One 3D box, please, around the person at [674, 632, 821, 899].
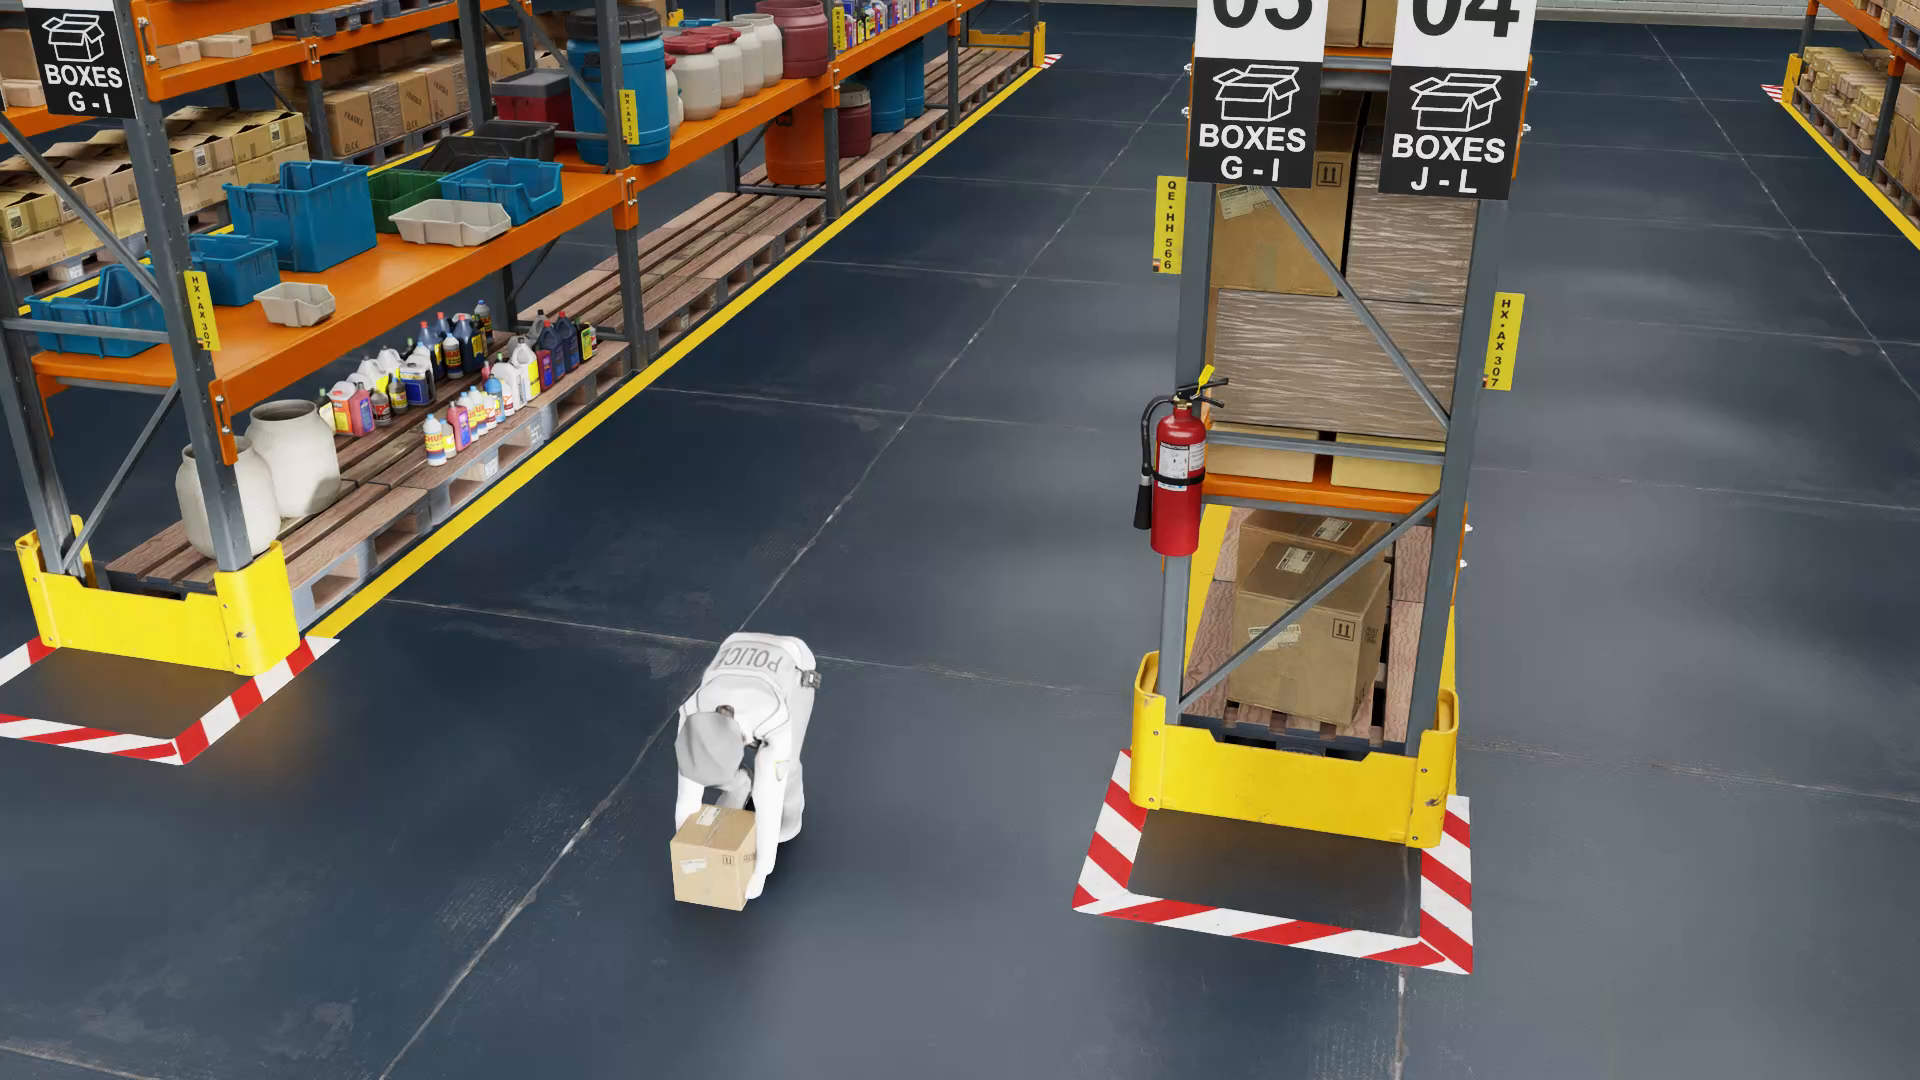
[{"bbox_3d":[-0.784,0.780,6.058,0.448,0.761,0.914,6,26,12],"label":"person"}]
